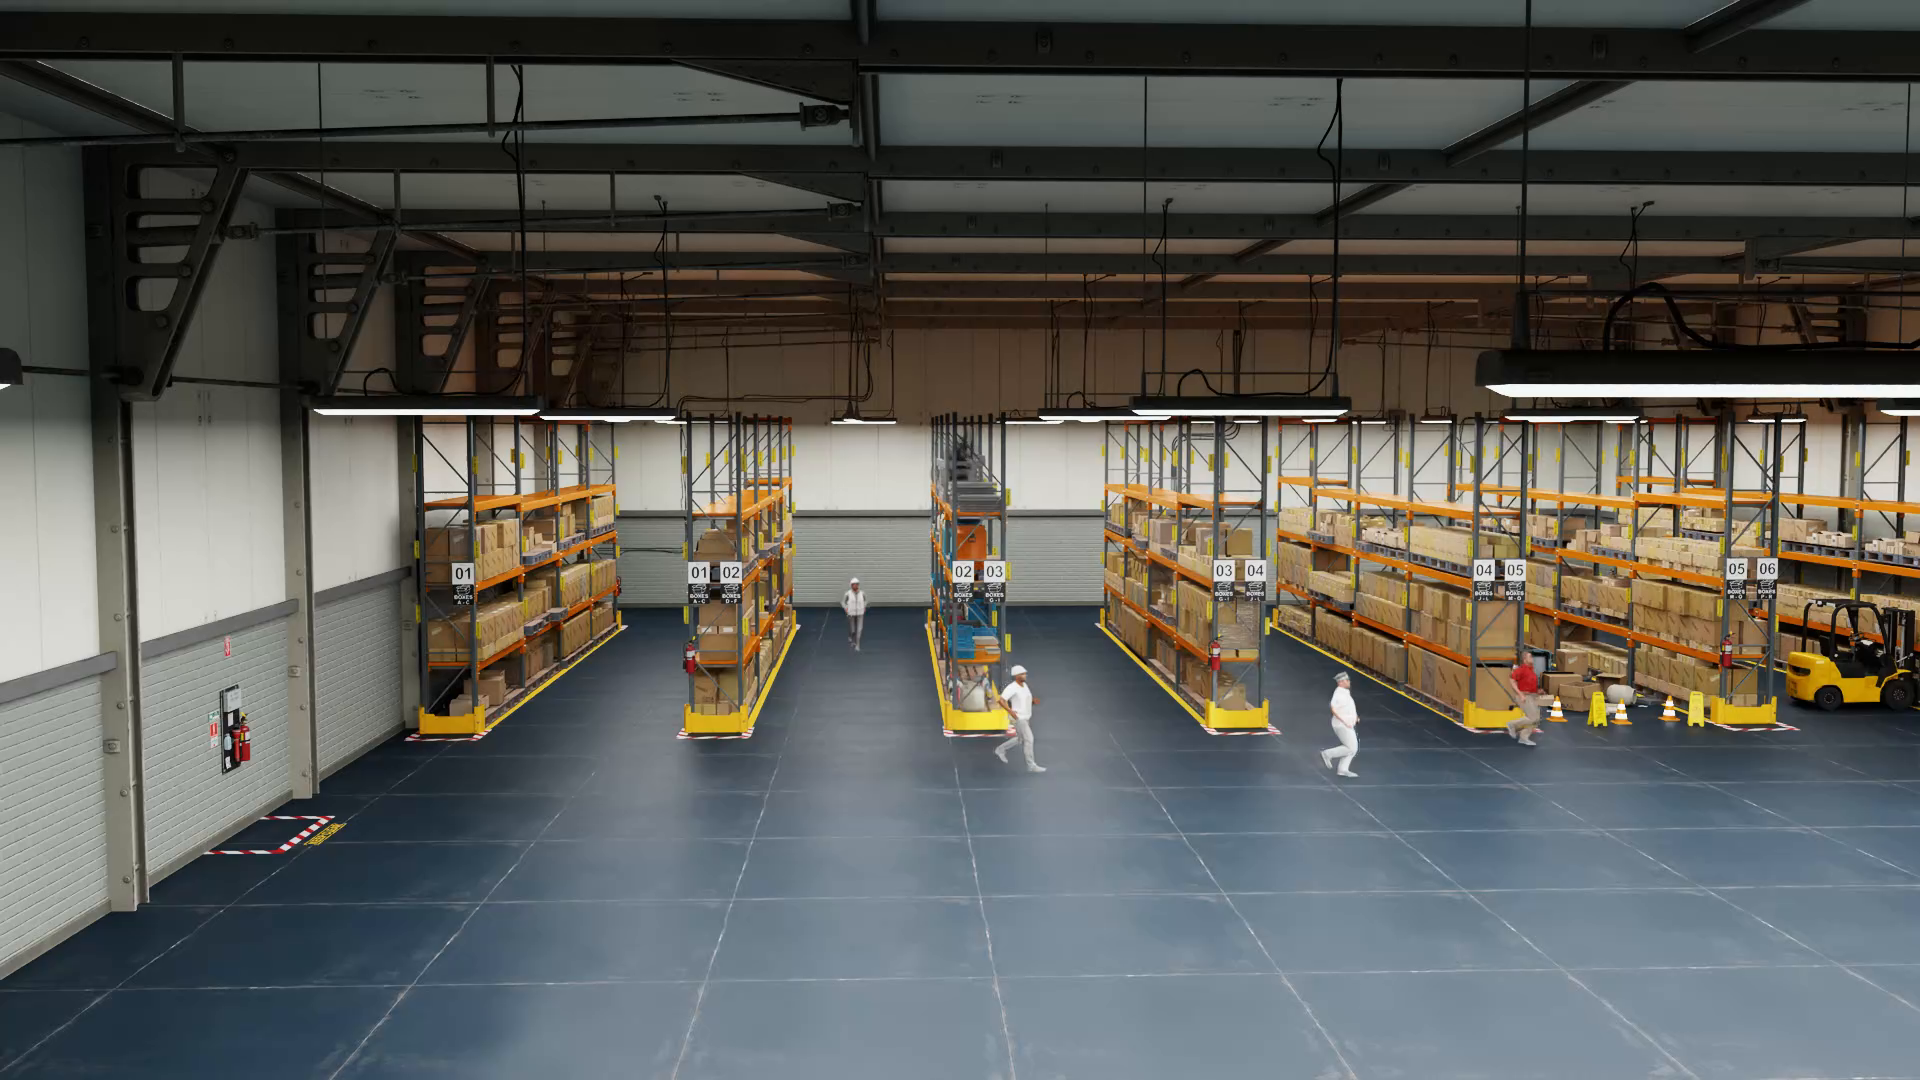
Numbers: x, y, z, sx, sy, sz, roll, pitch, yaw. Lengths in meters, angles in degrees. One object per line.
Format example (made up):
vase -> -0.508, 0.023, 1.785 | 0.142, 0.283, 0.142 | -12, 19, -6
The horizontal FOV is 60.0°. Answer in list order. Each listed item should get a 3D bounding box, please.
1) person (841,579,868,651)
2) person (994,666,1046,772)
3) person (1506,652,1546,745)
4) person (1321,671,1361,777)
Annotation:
person -> -2.554, 1.811, 40.547 | 0.667, 1.754, 0.716 | -1, 4, -14
person -> 0.991, 2.954, 27.599 | 0.963, 1.747, 0.710 | 2, 4, 23
person -> 10.209, 2.855, 29.957 | 0.603, 1.682, 0.675 | 3, 5, 41
person -> 6.238, 3.006, 27.218 | 0.602, 1.739, 0.650 | 1, 4, 19
